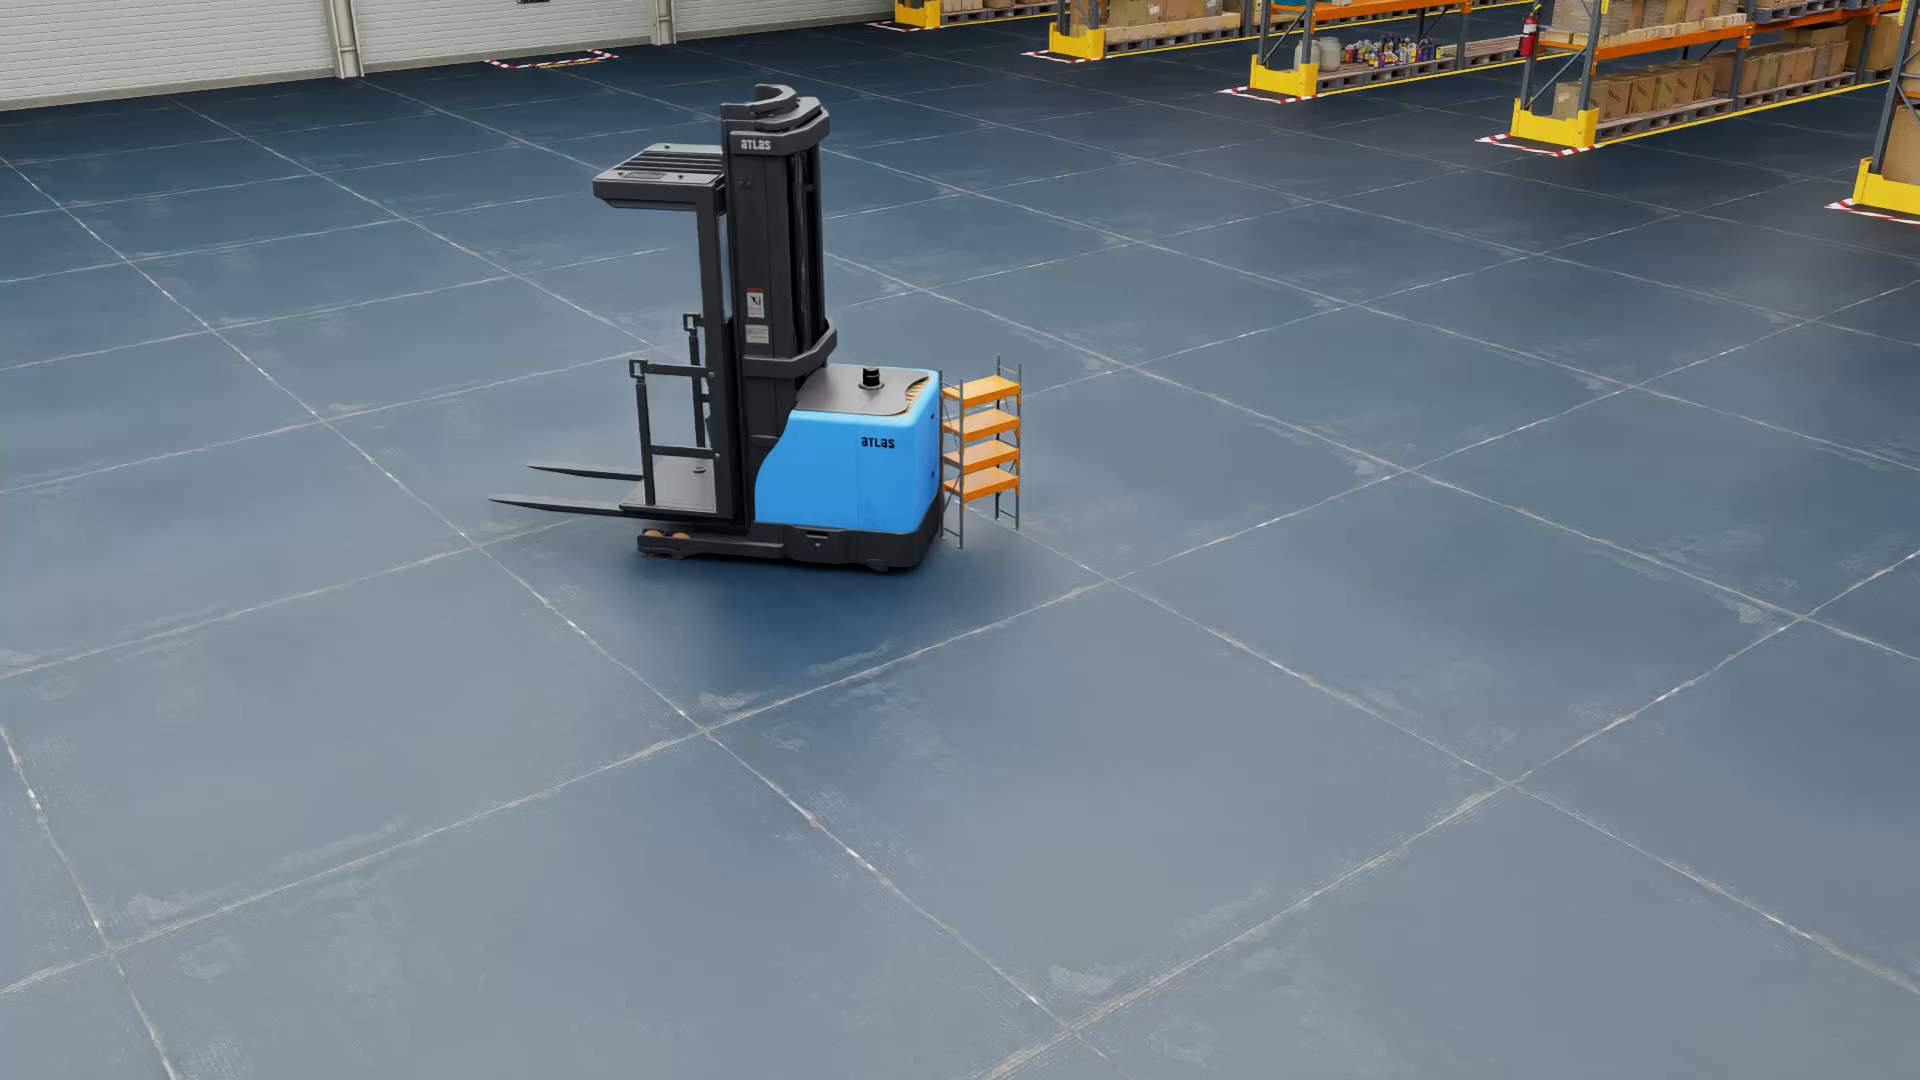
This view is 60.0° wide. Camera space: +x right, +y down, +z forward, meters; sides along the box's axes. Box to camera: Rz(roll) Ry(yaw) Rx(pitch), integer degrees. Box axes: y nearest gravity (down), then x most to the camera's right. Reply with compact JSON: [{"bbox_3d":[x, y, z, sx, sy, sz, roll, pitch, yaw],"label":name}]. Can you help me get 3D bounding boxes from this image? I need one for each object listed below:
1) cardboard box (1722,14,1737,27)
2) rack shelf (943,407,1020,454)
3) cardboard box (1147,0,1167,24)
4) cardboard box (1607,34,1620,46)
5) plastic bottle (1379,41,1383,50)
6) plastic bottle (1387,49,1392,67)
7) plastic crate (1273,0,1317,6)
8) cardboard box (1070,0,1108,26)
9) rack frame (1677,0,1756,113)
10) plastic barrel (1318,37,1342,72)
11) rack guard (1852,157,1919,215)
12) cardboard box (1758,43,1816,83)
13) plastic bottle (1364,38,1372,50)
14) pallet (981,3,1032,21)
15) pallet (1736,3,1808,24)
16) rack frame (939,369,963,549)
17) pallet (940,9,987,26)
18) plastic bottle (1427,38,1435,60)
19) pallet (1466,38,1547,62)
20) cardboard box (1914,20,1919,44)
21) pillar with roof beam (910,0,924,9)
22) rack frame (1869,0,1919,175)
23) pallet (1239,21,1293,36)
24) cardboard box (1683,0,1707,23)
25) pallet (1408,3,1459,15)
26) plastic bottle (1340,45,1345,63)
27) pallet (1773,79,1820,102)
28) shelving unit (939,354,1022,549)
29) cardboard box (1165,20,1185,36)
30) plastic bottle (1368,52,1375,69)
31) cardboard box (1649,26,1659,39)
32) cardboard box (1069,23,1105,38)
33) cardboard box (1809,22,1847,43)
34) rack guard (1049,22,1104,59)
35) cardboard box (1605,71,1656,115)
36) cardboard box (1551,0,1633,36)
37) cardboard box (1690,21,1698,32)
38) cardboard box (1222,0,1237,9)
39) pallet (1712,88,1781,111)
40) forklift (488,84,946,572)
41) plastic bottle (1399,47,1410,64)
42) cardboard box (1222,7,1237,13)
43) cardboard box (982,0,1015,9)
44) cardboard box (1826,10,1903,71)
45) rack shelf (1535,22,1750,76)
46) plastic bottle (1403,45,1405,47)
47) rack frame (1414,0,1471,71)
[{"bbox_3d":[11.200,-7.666,24.503,0.250,0.149,0.380,-18,31,-34],"label":"cardboard box"},{"bbox_3d":[0.133,-0.729,11.024,0.480,0.148,0.258,-18,31,-34],"label":"rack shelf"},{"bbox_3d":[3.470,-9.852,30.792,0.500,0.500,0.500,-18,31,-34],"label":"cardboard box"},{"bbox_3d":[8.823,-6.896,22.843,0.250,0.149,0.380,-18,31,-34],"label":"cardboard box"},{"bbox_3d":[7.202,-8.426,28.560,0.097,0.271,0.097,0,25,0],"label":"plastic bottle"},{"bbox_3d":[7.154,-8.041,27.732,0.097,0.271,0.097,0,25,0],"label":"plastic bottle"},{"bbox_3d":[5.396,-8.758,26.735,0.616,0.251,0.499,-18,31,-34],"label":"plastic crate"},{"bbox_3d":[2.372,-9.760,30.593,0.500,0.500,0.500,-18,31,-34],"label":"cardboard box"},{"bbox_3d":[11.391,-7.995,24.914,0.127,3.000,1.000,-18,31,-34],"label":"rack frame"},{"bbox_3d":[6.052,-7.985,27.349,0.421,0.512,0.421,0,25,0],"label":"plastic barrel"},{"bbox_3d":[11.205,-4.146,19.591,0.348,0.500,1.175,-18,31,-34],"label":"rack guard"},{"bbox_3d":[13.153,-7.621,26.555,0.500,0.500,0.700,-15,29,-30],"label":"cardboard box"},{"bbox_3d":[6.960,-8.402,28.415,0.185,0.351,0.144,-19,31,-34],"label":"plastic bottle"},{"bbox_3d":[0.754,-11.148,35.020,1.213,0.211,1.003,-18,31,-34],"label":"pallet"},{"bbox_3d":[12.082,-8.058,25.278,1.213,0.211,1.003,-18,31,-34],"label":"pallet"},{"bbox_3d":[-0.058,-0.523,10.952,0.015,1.200,0.240,-18,31,-34],"label":"rack frame"},{"bbox_3d":[-0.206,-10.833,34.341,1.213,0.211,1.003,-18,31,-34],"label":"pallet"},{"bbox_3d":[8.005,-8.371,28.348,0.185,0.351,0.144,-19,31,-35],"label":"plastic bottle"},{"bbox_3d":[9.889,-8.906,30.190,1.213,0.211,1.003,-18,31,-34],"label":"pallet"},{"bbox_3d":[11.540,-5.928,18.999,0.550,0.550,0.875,-18,31,-34],"label":"cardboard box"},{"bbox_3d":[1.747,-13.642,29.955,0.400,9.000,9.100,-18,31,-34],"label":"pillar with roof beam"},{"bbox_3d":[11.224,-5.287,19.078,0.127,3.000,1.000,-18,31,-34],"label":"rack frame"},{"bbox_3d":[5.837,-10.217,33.014,1.213,0.211,1.003,-18,31,-34],"label":"pallet"},{"bbox_3d":[10.252,-7.797,24.016,0.500,0.500,0.875,-18,31,-34],"label":"cardboard box"},{"bbox_3d":[9.999,-11.548,35.883,1.213,0.211,1.003,-18,31,-34],"label":"pallet"},{"bbox_3d":[6.442,-8.223,28.109,0.133,0.283,0.061,-17,30,-33],"label":"plastic bottle"},{"bbox_3d":[12.963,-7.251,26.624,1.213,0.211,1.003,-18,31,-34],"label":"pallet"},{"bbox_3d":[0.133,-0.587,11.090,0.503,1.200,0.258,-18,31,-34],"label":"shelving unit"},{"bbox_3d":[3.874,-9.637,31.218,0.500,0.250,0.500,-18,31,-34],"label":"cardboard box"},{"bbox_3d":[6.806,-7.926,27.484,0.097,0.271,0.097,0,25,0],"label":"plastic bottle"},{"bbox_3d":[9.594,-7.164,23.421,0.250,0.149,0.380,-18,31,-34],"label":"cardboard box"},{"bbox_3d":[2.373,-9.419,30.749,0.500,0.250,0.500,-18,31,-34],"label":"cardboard box"},{"bbox_3d":[14.030,-8.256,27.032,0.500,0.250,0.500,-17,30,-32],"label":"cardboard box"},{"bbox_3d":[2.114,-9.098,30.261,0.348,0.500,1.175,-18,31,-34],"label":"rack guard"},{"bbox_3d":[9.698,-6.492,24.146,0.500,0.500,0.500,-15,29,-29],"label":"cardboard box"},{"bbox_3d":[8.693,-7.270,22.879,0.500,0.500,0.875,-18,31,-34],"label":"cardboard box"},{"bbox_3d":[10.389,-7.419,23.972,0.250,0.149,0.380,-18,31,-34],"label":"cardboard box"},{"bbox_3d":[5.423,-10.675,32.790,0.500,0.311,0.500,-18,31,-34],"label":"cardboard box"},{"bbox_3d":[12.002,-6.933,25.937,1.213,0.211,1.003,-18,31,-34],"label":"pallet"},{"bbox_3d":[-1.669,-1.420,10.828,3.031,2.935,1.130,5,25,10],"label":"forklift"},{"bbox_3d":[7.470,-8.162,27.987,0.135,0.276,0.152,-18,30,-33],"label":"plastic bottle"},{"bbox_3d":[5.428,-10.425,32.916,0.500,0.250,0.500,-19,31,-35],"label":"cardboard box"},{"bbox_3d":[0.730,-11.416,34.732,0.500,0.500,0.700,-21,32,-37],"label":"cardboard box"},{"bbox_3d":[15.094,-8.433,27.883,0.875,0.875,1.225,-20,32,-36],"label":"cardboard box"},{"bbox_3d":[9.817,-7.149,23.946,4.000,0.370,1.077,-18,31,-34],"label":"rack shelf"},{"bbox_3d":[7.517,-8.234,28.133,0.133,0.283,0.061,-18,31,-34],"label":"plastic bottle"},{"bbox_3d":[8.334,-9.636,28.449,0.127,3.000,1.000,-18,31,-34],"label":"rack frame"}]
